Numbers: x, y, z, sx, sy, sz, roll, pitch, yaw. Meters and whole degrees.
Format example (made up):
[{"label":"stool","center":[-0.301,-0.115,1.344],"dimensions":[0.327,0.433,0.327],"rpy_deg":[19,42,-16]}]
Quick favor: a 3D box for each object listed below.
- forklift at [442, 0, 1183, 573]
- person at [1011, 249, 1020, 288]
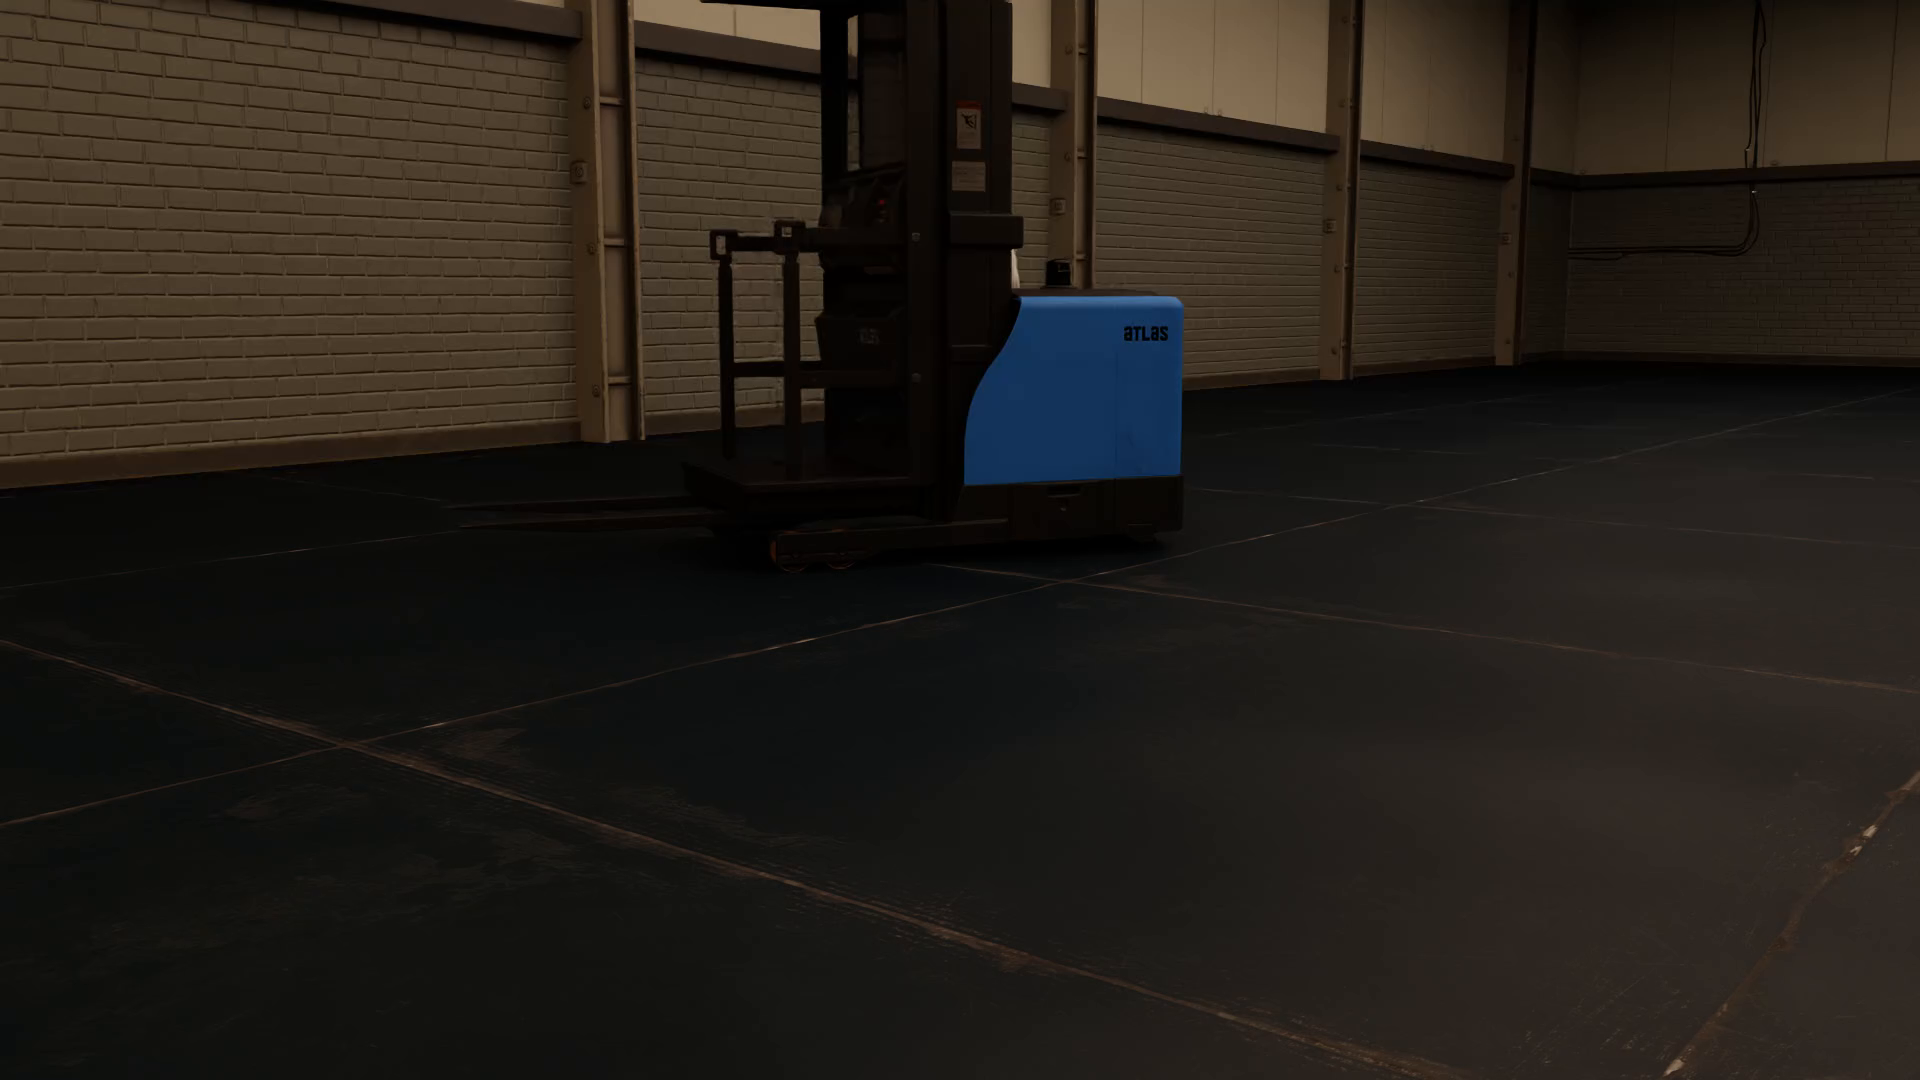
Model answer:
[{"label":"forklift","center":[-0.597,-1.408,6.902],"dimensions":[3.031,2.935,1.130],"rpy_deg":[-3,9,-22]},{"label":"person","center":[0.072,-1.375,10.712],"dimensions":[0.651,1.779,0.459],"rpy_deg":[0,8,2]}]
